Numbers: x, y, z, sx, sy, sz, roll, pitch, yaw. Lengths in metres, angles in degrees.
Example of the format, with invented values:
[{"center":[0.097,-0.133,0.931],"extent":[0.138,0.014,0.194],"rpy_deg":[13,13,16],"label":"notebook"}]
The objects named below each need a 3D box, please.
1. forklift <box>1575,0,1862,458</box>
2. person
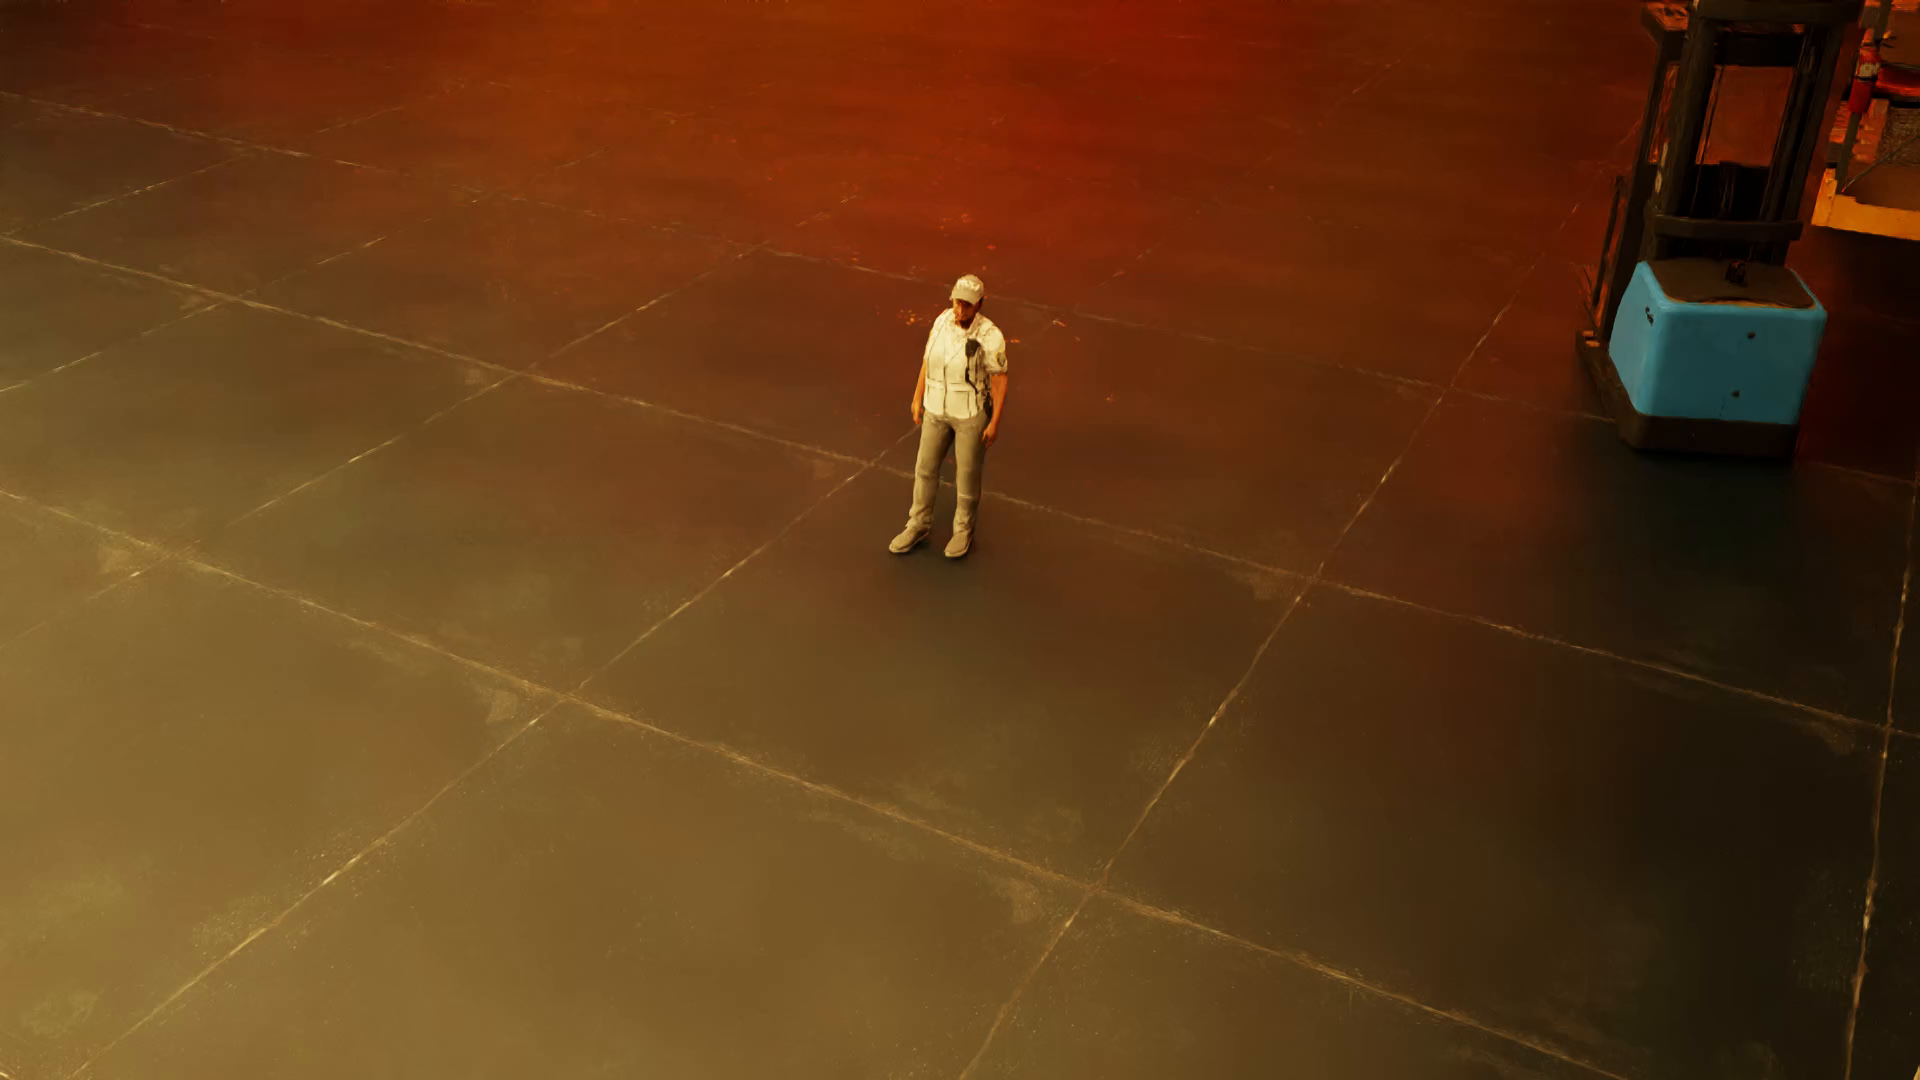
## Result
[{"center":[5.132,-2.517,11.432],"extent":[1.130,2.935,3.031],"rpy_deg":[4,30,8],"label":"forklift"},{"center":[-0.057,-0.700,9.534],"extent":[0.598,1.669,0.529],"rpy_deg":[15,33,25],"label":"person"}]
